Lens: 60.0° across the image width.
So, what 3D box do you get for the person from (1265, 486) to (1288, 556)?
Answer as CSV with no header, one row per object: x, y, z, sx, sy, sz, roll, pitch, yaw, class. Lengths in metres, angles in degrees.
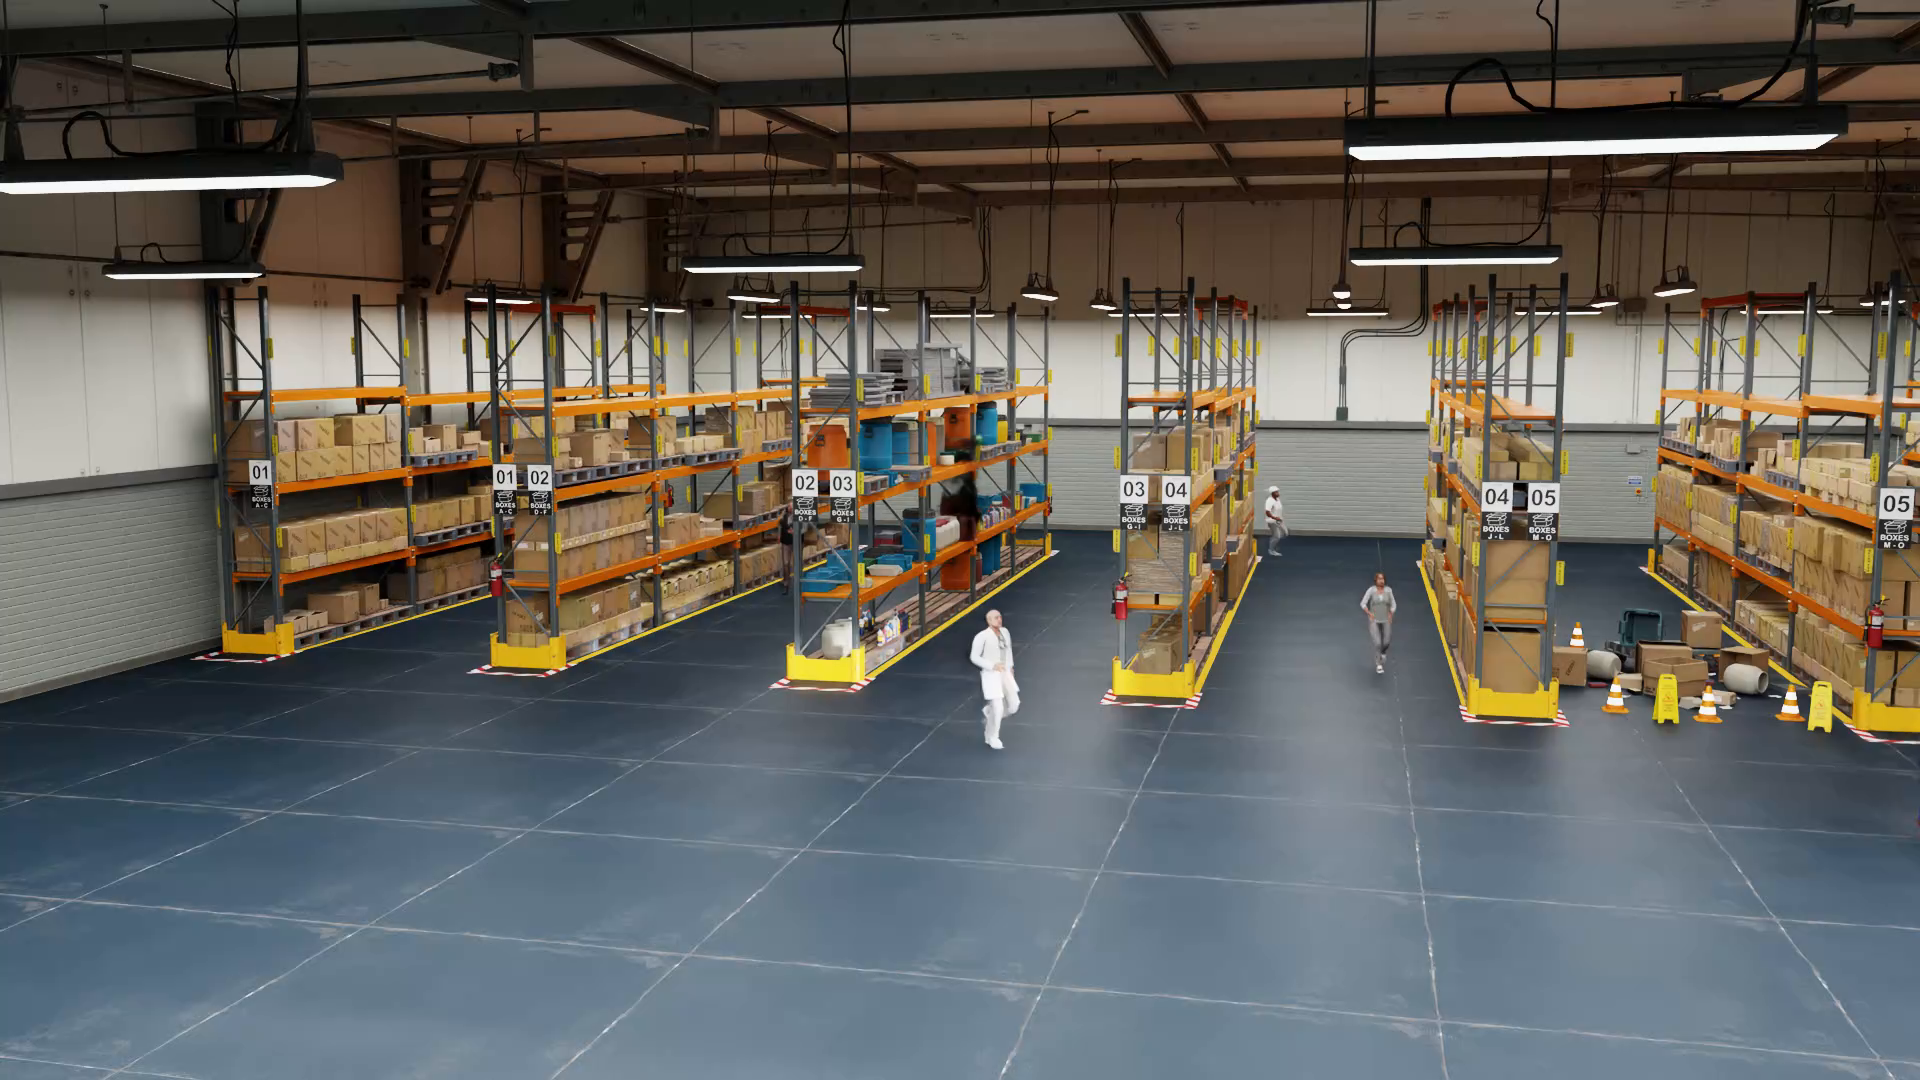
7.617,-0.448,40.210,0.559,1.720,0.671,6,9,41,person

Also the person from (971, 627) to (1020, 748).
0.436,1.842,20.985,0.754,1.537,0.592,-6,9,-41,person

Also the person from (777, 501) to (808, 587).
-3.270,0.079,32.371,0.630,1.649,0.734,1,7,6,person

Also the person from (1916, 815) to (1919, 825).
10.075,2.277,16.605,0.624,1.664,0.874,-4,8,-32,person

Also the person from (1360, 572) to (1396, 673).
6.491,1.267,25.825,0.545,1.563,0.539,1,7,6,person
